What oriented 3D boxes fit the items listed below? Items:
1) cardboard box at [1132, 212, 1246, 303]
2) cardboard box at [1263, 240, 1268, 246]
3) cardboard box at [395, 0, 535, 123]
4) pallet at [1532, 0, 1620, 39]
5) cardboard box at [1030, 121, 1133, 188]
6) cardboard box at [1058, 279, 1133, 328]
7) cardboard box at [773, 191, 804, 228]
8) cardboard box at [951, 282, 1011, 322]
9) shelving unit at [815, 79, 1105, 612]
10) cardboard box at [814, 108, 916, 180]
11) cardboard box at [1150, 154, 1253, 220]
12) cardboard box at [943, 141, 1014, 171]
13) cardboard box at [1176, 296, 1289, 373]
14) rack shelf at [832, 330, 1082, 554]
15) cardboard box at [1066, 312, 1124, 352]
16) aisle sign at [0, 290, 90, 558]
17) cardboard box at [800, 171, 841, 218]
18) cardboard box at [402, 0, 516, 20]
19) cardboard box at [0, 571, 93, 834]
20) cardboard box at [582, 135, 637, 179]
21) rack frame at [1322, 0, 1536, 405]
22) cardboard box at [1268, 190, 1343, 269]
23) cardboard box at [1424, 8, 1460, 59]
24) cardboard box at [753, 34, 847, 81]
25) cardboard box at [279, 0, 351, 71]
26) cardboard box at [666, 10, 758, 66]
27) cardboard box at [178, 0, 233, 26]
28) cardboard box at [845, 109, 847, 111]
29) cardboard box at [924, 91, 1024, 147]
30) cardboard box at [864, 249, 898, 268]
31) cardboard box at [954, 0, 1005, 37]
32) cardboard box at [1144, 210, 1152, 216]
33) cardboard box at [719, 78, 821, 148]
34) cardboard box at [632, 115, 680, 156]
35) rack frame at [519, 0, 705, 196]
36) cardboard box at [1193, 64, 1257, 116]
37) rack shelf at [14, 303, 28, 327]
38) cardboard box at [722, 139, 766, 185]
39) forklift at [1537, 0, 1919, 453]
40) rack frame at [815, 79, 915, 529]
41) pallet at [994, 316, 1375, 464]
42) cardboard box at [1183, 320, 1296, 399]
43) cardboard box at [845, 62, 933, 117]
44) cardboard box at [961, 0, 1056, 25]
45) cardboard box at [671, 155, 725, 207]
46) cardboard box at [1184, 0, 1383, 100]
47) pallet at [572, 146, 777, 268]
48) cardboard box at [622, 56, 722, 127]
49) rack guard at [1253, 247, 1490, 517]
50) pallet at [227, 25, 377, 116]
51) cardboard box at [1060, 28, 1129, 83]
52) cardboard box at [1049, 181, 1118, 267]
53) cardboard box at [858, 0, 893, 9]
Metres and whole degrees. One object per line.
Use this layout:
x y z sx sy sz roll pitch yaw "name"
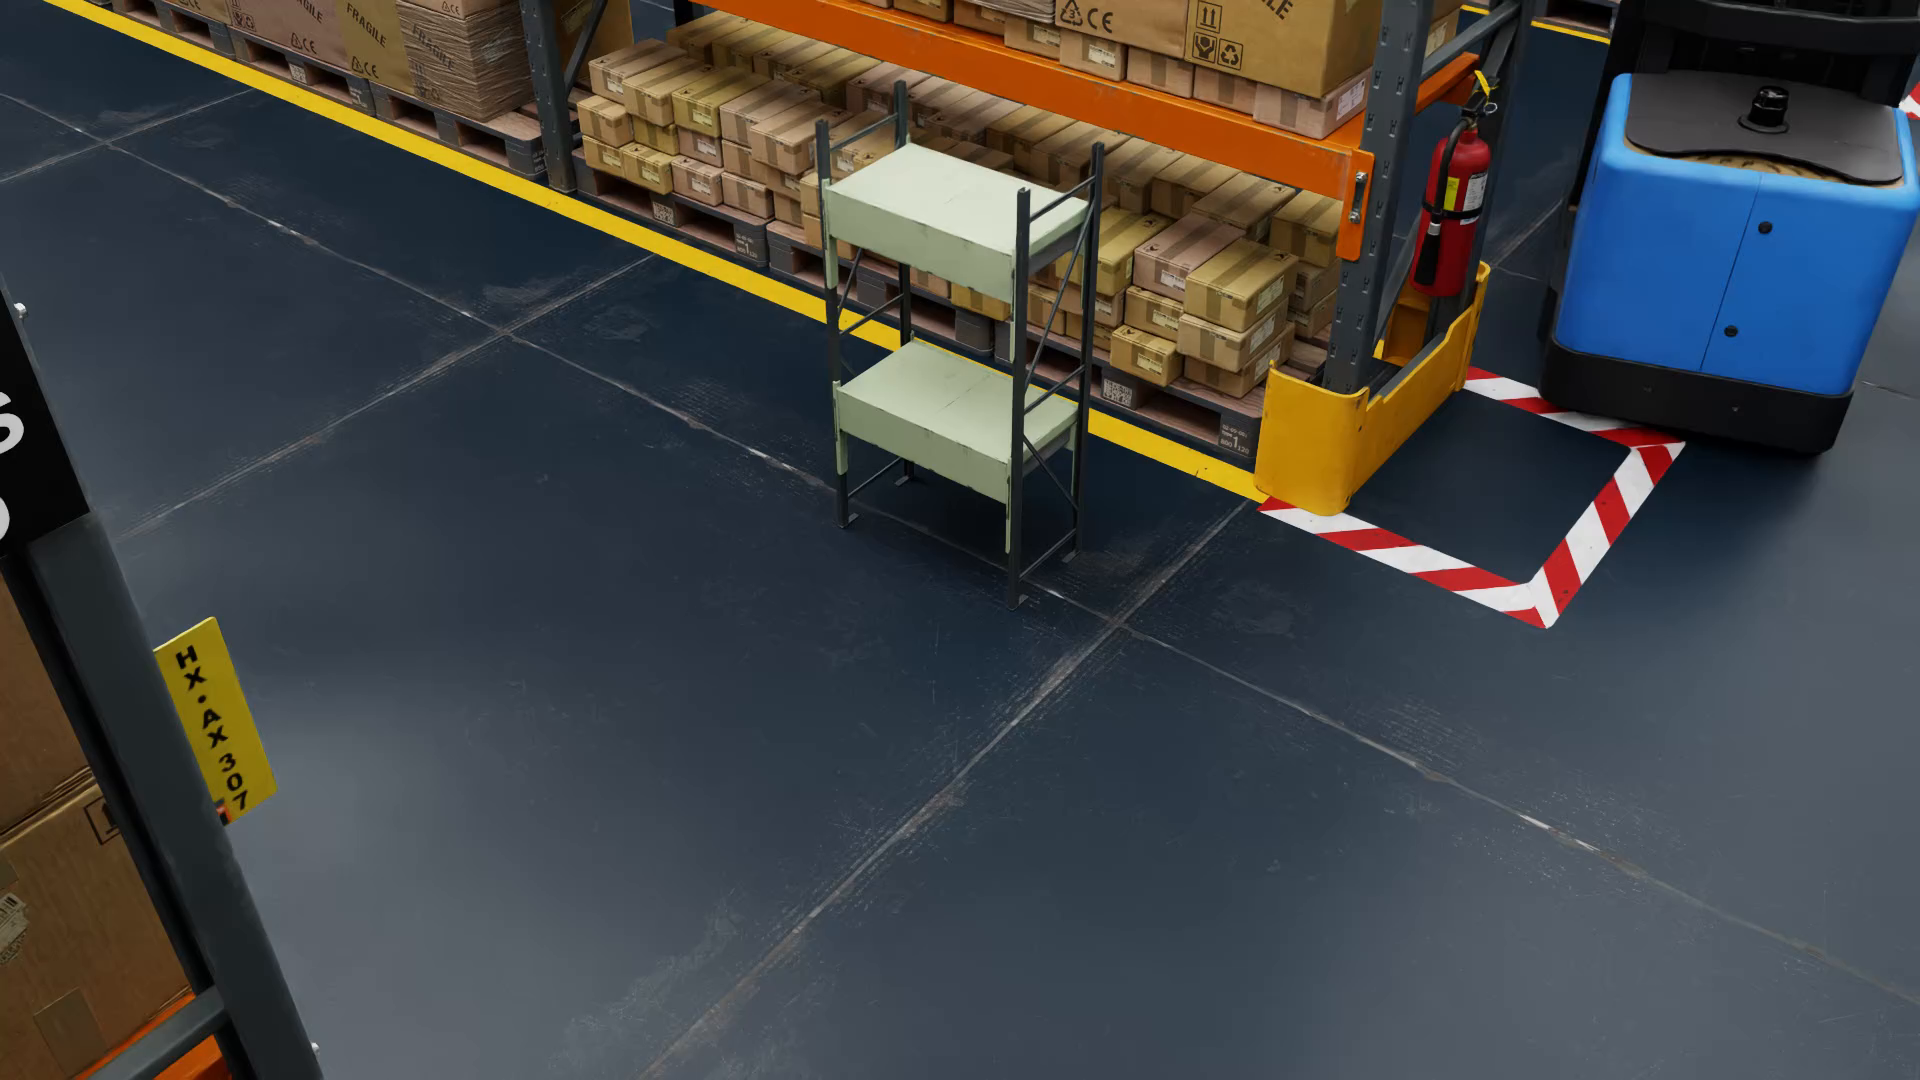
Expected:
0.847 -1.043 6.138 0.250 0.149 0.380 26 45 29 "cardboard box"
1.142 -1.181 6.556 0.250 0.149 0.380 25 44 28 "cardboard box"
-2.332 -2.402 8.072 0.500 0.500 0.500 24 44 28 "cardboard box"
3.997 -3.123 9.568 1.213 0.211 1.003 25 45 29 "pallet"
0.500 -1.571 6.813 0.250 0.149 0.380 27 45 30 "cardboard box"
0.579 -0.981 6.300 0.250 0.149 0.380 23 44 27 "cardboard box"
-0.590 -1.495 7.198 0.250 0.149 0.380 23 44 27 "cardboard box"
0.173 -1.046 6.624 0.250 0.149 0.380 23 44 27 "cardboard box"
-0.005 -0.593 5.291 0.755 1.500 0.431 25 45 29 "shelving unit"
-0.390 -1.627 6.885 0.250 0.149 0.380 23 44 27 "cardboard box"
0.962 -1.410 6.607 0.250 0.149 0.380 25 45 28 "cardboard box"
0.007 -1.432 6.635 0.250 0.149 0.380 24 44 27 "cardboard box"
0.993 -0.787 6.052 0.250 0.149 0.380 24 44 27 "cardboard box"
-0.005 -0.336 5.492 0.720 0.370 0.431 25 45 29 "rack shelf"
0.618 -0.895 6.431 0.250 0.149 0.380 25 44 28 "cardboard box"
-1.108 -0.246 1.522 0.004 0.787 0.394 25 45 29 "aisle sign"
-0.448 -1.468 6.922 0.250 0.149 0.380 25 44 28 "cardboard box"
-2.337 -2.699 7.842 0.500 0.250 0.500 24 44 27 "cardboard box"
-1.550 0.140 2.245 0.500 0.500 0.500 24 44 28 "cardboard box"
-1.497 -1.816 7.609 0.250 0.149 0.380 23 44 27 "cardboard box"
1.586 -1.569 5.321 0.127 3.000 1.000 25 45 29 "rack frame"
1.376 -1.209 6.350 0.250 0.149 0.380 23 44 27 "cardboard box"
1.528 -1.752 5.758 0.250 0.149 0.380 25 44 28 "cardboard box"
-0.722 -2.172 7.581 0.250 0.149 0.380 25 44 28 "cardboard box"
-3.145 -2.789 8.566 0.500 0.500 0.500 24 44 28 "cardboard box"
-1.151 -2.338 7.793 0.250 0.149 0.380 27 45 30 "cardboard box"
-3.960 -3.170 9.053 0.500 0.500 0.500 26 45 29 "cardboard box"
-0.348 -1.850 7.410 0.250 0.149 0.380 26 45 30 "cardboard box"
0.061 -1.739 7.027 0.250 0.149 0.380 25 45 29 "cardboard box"
-0.187 -1.289 6.935 0.250 0.149 0.380 27 45 30 "cardboard box"
0.185 -1.979 6.049 0.250 0.149 0.380 23 44 27 "cardboard box"
0.756 -1.379 6.808 0.250 0.149 0.380 27 45 30 "cardboard box"
-0.809 -1.824 7.136 0.250 0.149 0.380 24 44 27 "cardboard box"
-1.242 -1.884 7.453 0.250 0.149 0.380 26 45 29 "cardboard box"
-1.592 -3.067 7.234 0.127 3.000 1.000 25 45 29 "rack frame"
0.980 -1.565 5.520 0.250 0.149 0.380 25 45 29 "cardboard box"
-2.930 -0.754 2.430 4.000 0.370 1.077 25 45 29 "rack shelf"
-0.814 -1.708 7.229 0.250 0.149 0.380 23 44 26 "cardboard box"
3.197 -2.382 6.414 1.130 2.935 3.031 13 40 16 "forklift"
-0.296 -0.730 5.466 0.023 1.500 0.400 25 45 29 "rack frame"
0.902 -0.821 6.628 1.213 0.211 1.003 25 45 29 "pallet"
1.041 -0.707 6.192 0.250 0.149 0.380 26 45 29 "cardboard box"
-0.292 -1.981 7.336 0.250 0.149 0.380 23 44 27 "cardboard box"
0.258 -2.148 5.738 0.500 0.500 0.500 25 45 29 "cardboard box"
-1.057 -1.649 7.395 0.250 0.149 0.380 25 44 28 "cardboard box"
1.072 -1.768 5.252 0.500 0.500 0.500 26 45 29 "cardboard box"
-1.037 -1.735 7.795 1.213 0.211 1.003 25 45 29 "pallet"
-1.261 -1.982 7.337 0.250 0.149 0.380 28 46 31 "cardboard box"
1.525 -0.613 6.128 0.348 0.500 1.175 25 45 29 "rack guard"
-3.184 -2.717 9.049 1.213 0.211 1.003 25 45 29 "pallet"
0.555 -1.736 5.738 0.250 0.149 0.380 27 45 30 "cardboard box"
0.396 -1.205 6.346 0.250 0.149 0.380 23 44 27 "cardboard box"
-0.249 -2.155 6.273 0.250 0.149 0.380 27 45 30 "cardboard box"
